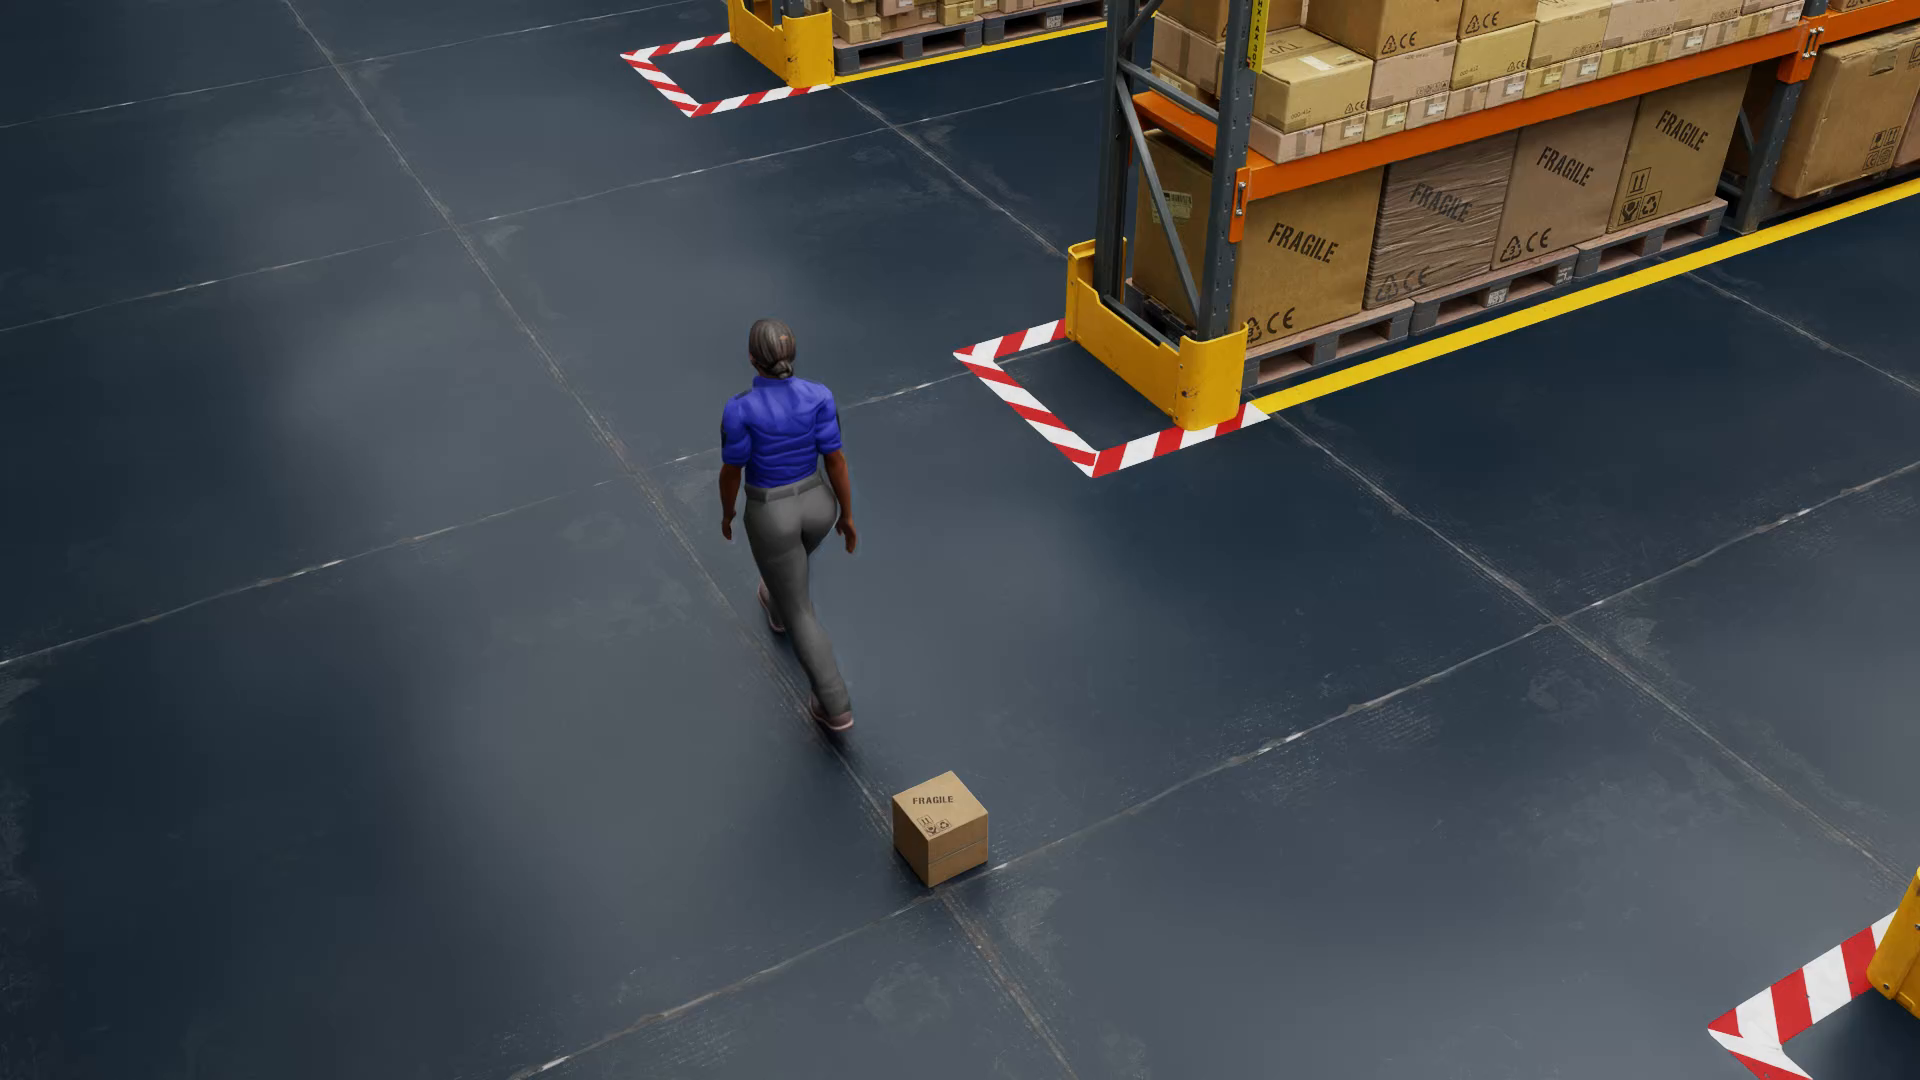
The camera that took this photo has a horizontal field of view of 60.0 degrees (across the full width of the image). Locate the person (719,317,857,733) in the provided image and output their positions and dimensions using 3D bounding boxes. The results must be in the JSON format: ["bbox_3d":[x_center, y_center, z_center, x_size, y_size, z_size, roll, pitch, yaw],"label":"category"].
[{"bbox_3d":[-0.662,-0.109,6.310,0.455,1.598,1.039,-20,41,-24],"label":"person"}]
